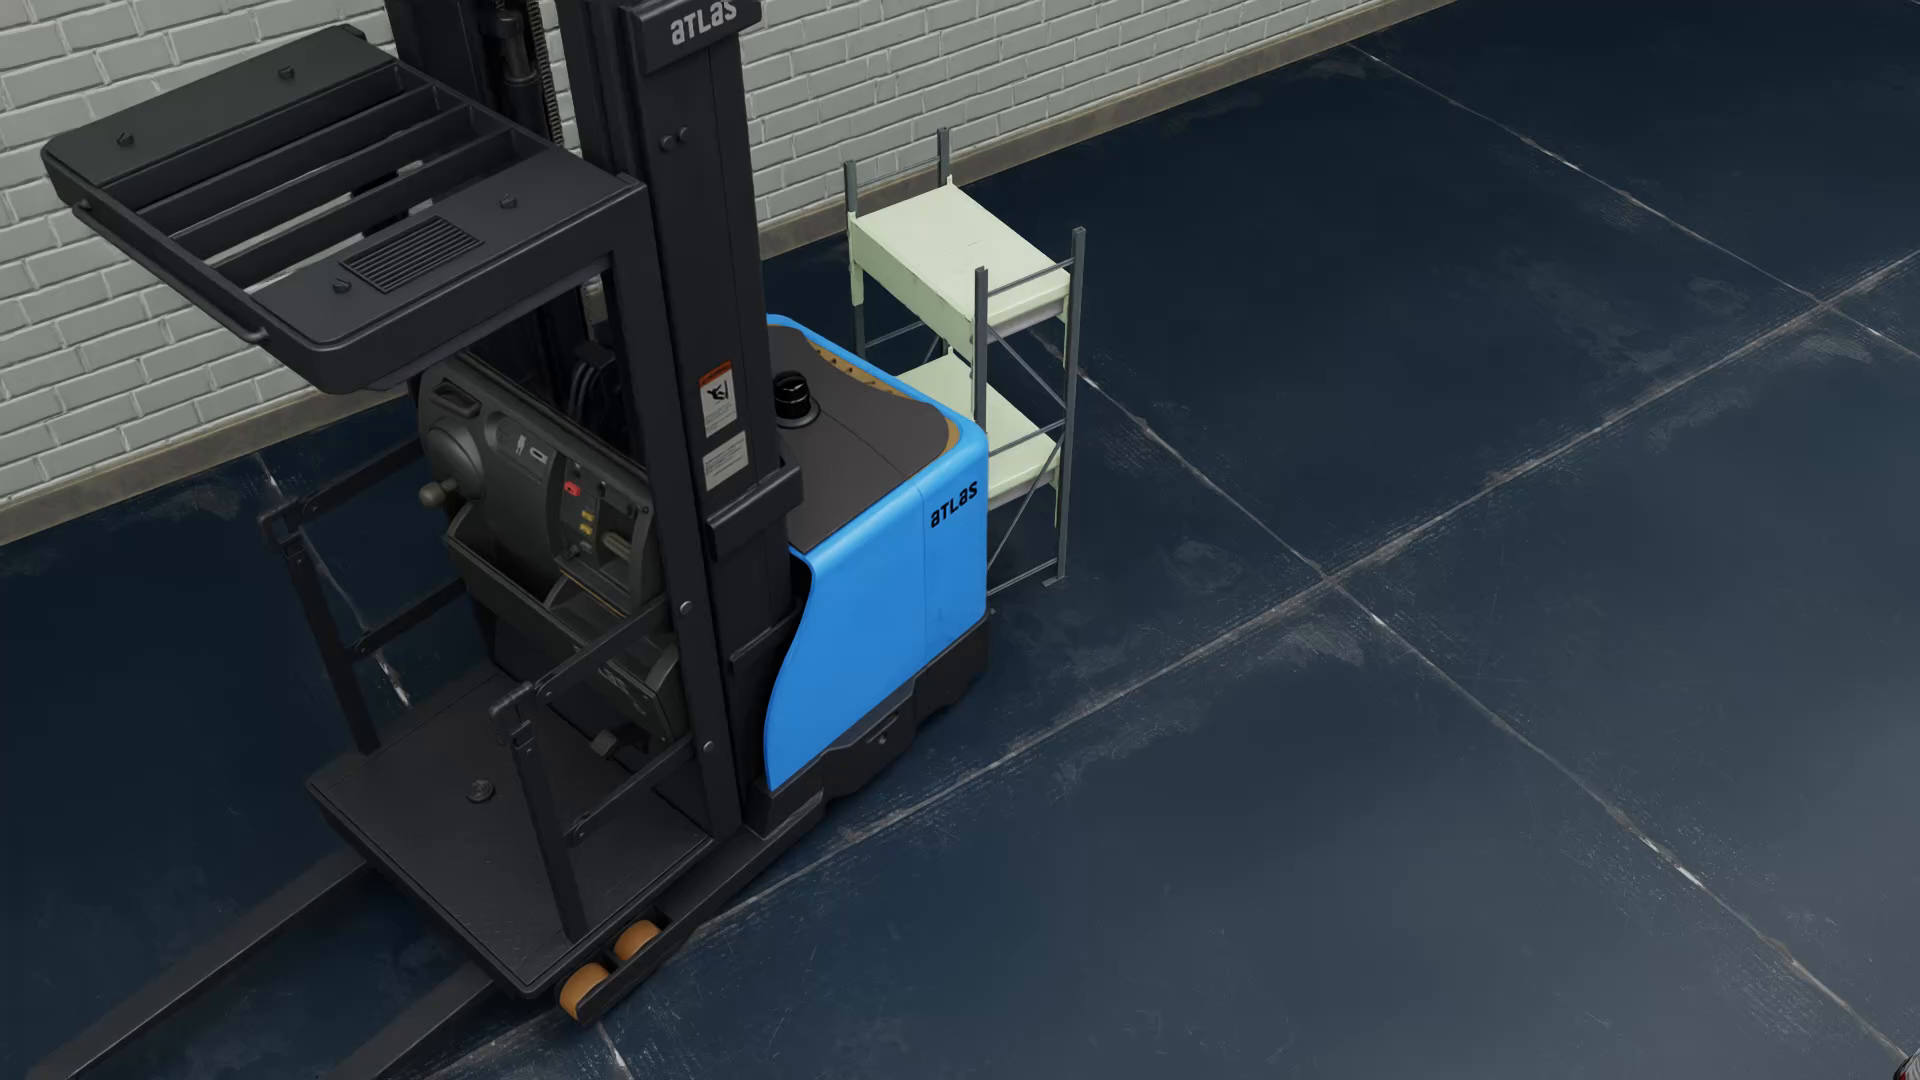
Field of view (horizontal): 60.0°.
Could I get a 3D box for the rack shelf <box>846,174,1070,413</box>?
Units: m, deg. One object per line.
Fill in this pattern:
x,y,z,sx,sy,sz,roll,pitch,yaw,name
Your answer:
0.004,-0.821,5.459,0.431,0.370,0.720,-26,49,-24,rack shelf

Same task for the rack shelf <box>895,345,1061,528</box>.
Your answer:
0.004,-0.303,5.953,0.431,0.370,0.720,-26,49,-24,rack shelf

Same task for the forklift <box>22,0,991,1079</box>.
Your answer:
-1.250,-0.075,4.206,1.130,2.935,3.031,31,52,29,forklift

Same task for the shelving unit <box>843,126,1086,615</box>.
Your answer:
0.004,-0.539,5.728,0.431,1.500,0.755,-26,49,-24,shelving unit

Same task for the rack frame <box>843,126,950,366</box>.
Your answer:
-0.206,-0.746,5.945,0.400,1.500,0.023,-26,49,-24,rack frame

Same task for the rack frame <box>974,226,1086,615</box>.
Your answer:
0.213,-0.331,5.511,0.400,1.500,0.023,-26,49,-24,rack frame
